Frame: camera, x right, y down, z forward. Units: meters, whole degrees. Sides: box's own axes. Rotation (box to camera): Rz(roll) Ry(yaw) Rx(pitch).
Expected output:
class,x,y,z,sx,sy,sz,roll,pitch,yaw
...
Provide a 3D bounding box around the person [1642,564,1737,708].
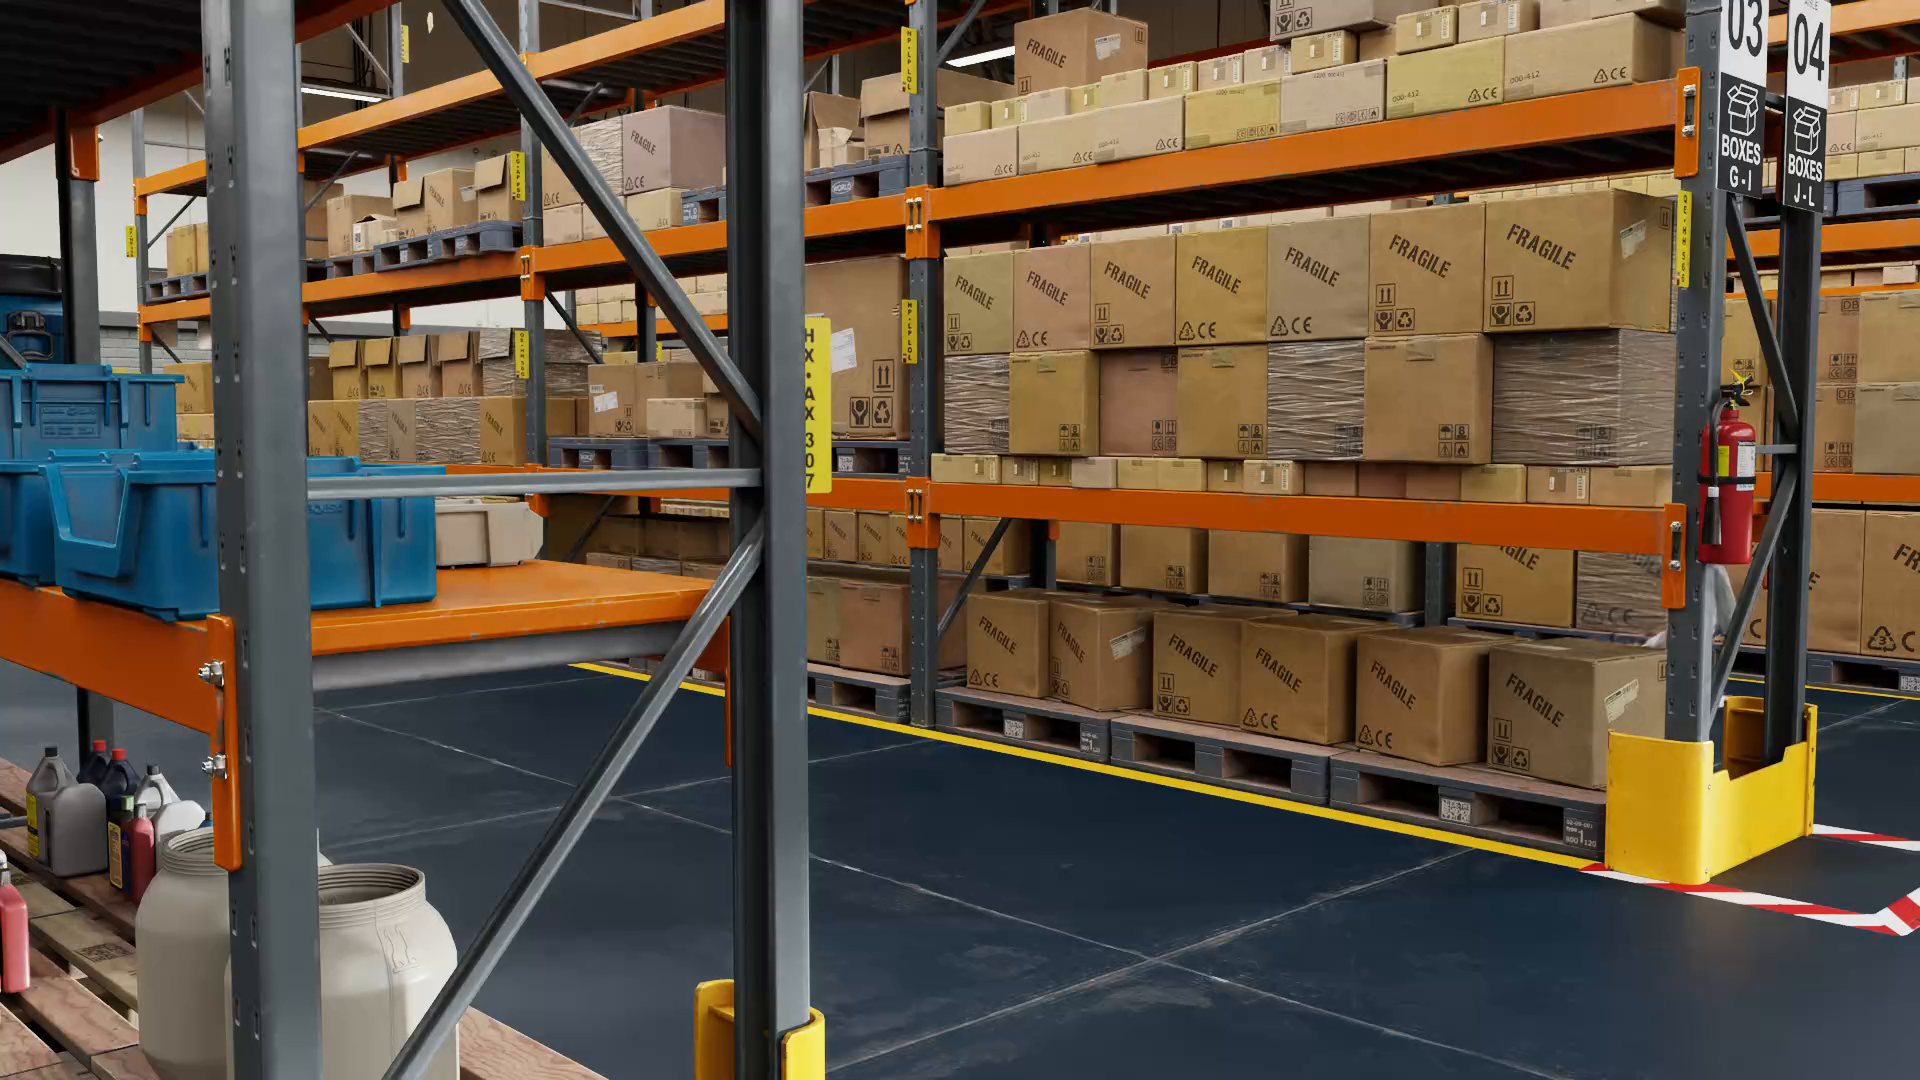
class,x,y,z,sx,sy,sz,roll,pitch,yaw
person,4.076,0.102,9.326,0.541,1.653,0.444,3,5,35
